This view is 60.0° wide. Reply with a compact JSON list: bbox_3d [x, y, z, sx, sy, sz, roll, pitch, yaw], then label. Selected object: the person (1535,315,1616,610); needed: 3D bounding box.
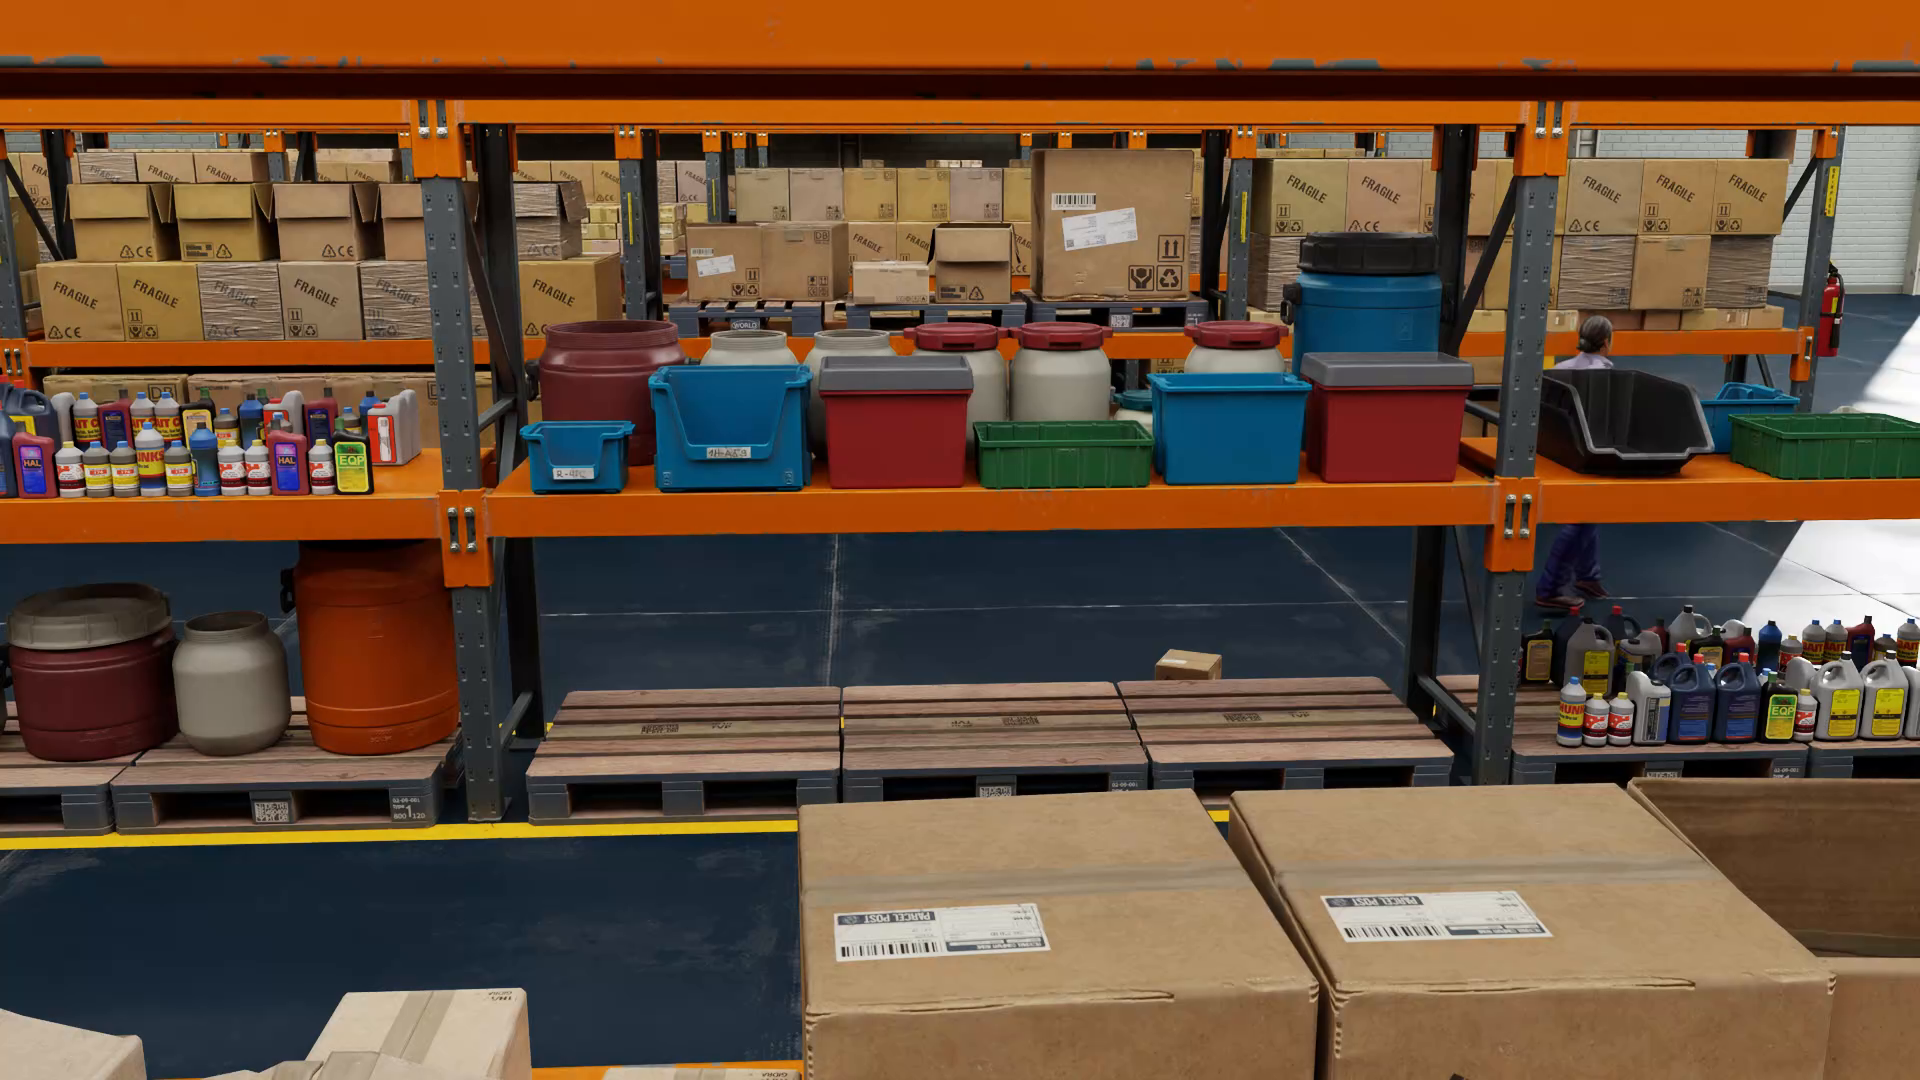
[{"bbox_3d":[3.524,-0.402,9.229,0.718,1.691,0.498,-6,15,-23],"label":"person"}]
